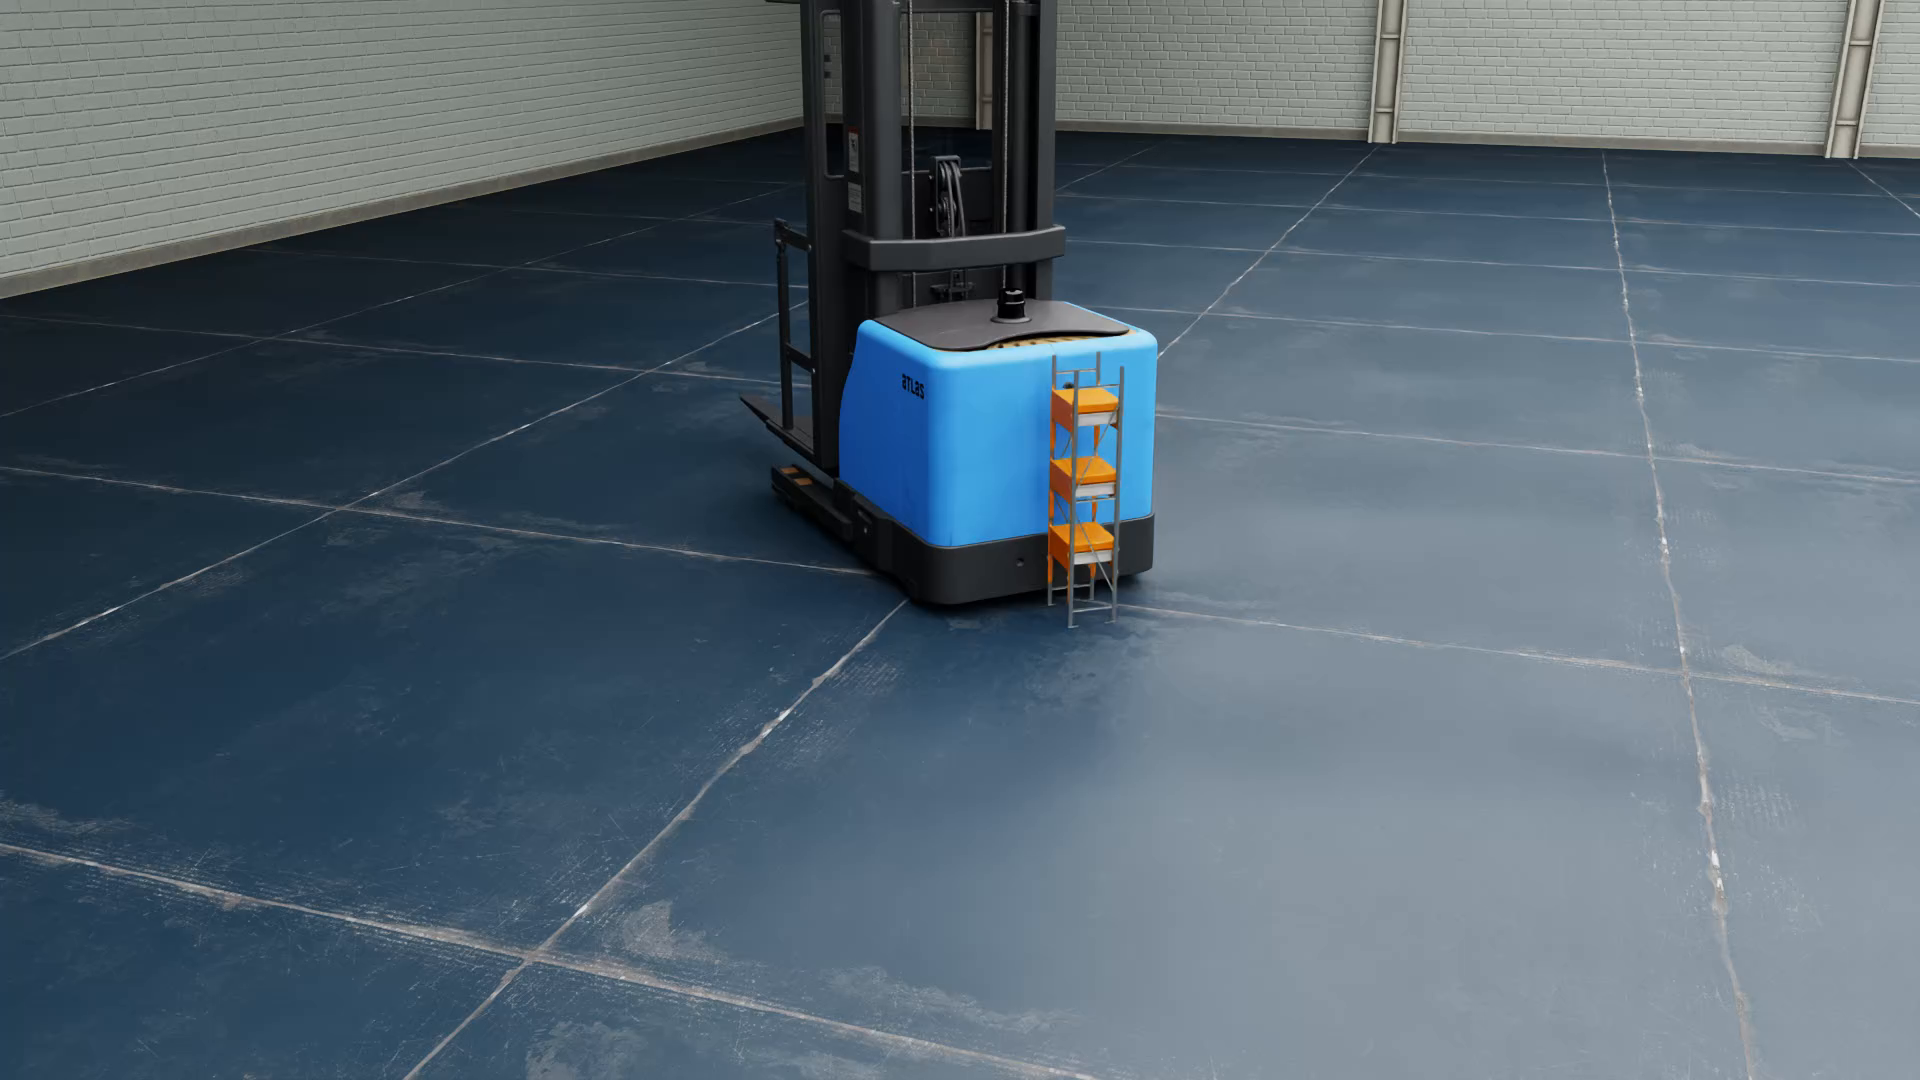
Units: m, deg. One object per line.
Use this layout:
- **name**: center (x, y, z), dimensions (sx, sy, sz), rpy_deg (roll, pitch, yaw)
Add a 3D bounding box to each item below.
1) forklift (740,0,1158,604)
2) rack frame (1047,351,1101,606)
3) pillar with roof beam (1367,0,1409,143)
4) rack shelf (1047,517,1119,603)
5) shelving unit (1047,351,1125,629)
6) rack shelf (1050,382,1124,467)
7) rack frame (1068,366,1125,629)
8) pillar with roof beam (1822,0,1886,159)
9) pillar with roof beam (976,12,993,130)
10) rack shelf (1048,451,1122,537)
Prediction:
- **forklift**: center (-0.268, -1.571, 7.631), dimensions (1.130, 2.935, 3.031), rpy_deg (-9, 21, -24)
- **rack frame**: center (0.453, -0.233, 6.637), dimensions (0.200, 1.050, 0.008), rpy_deg (-6, 21, -16)
- **pillar with roof beam**: center (4.734, -8.701, 18.867), dimensions (0.400, 9.000, 9.100), rpy_deg (7, 20, 18)
- **rack shelf**: center (0.488, 0.078, 6.627), dimensions (0.215, 0.259, 0.240), rpy_deg (-6, 21, -16)
- **shelving unit**: center (0.488, -0.193, 6.528), dimensions (0.215, 1.050, 0.252), rpy_deg (-6, 21, -16)
- **rack shelf**: center (0.488, -0.449, 6.434), dimensions (0.215, 0.259, 0.240), rpy_deg (-6, 21, -16)
- **rack frame**: center (0.523, -0.153, 6.418), dimensions (0.200, 1.050, 0.008), rpy_deg (-6, 21, -16)
- **pillar with roof beam**: center (10.401, -8.053, 17.008), dimensions (0.400, 9.000, 9.100), rpy_deg (7, 20, 18)
- **pillar with roof beam**: center (-0.934, -9.349, 20.727), dimensions (0.400, 9.000, 9.100), rpy_deg (7, 20, 18)
- **rack shelf**: center (0.488, -0.183, 6.531), dimensions (0.215, 0.259, 0.240), rpy_deg (-6, 21, -16)
